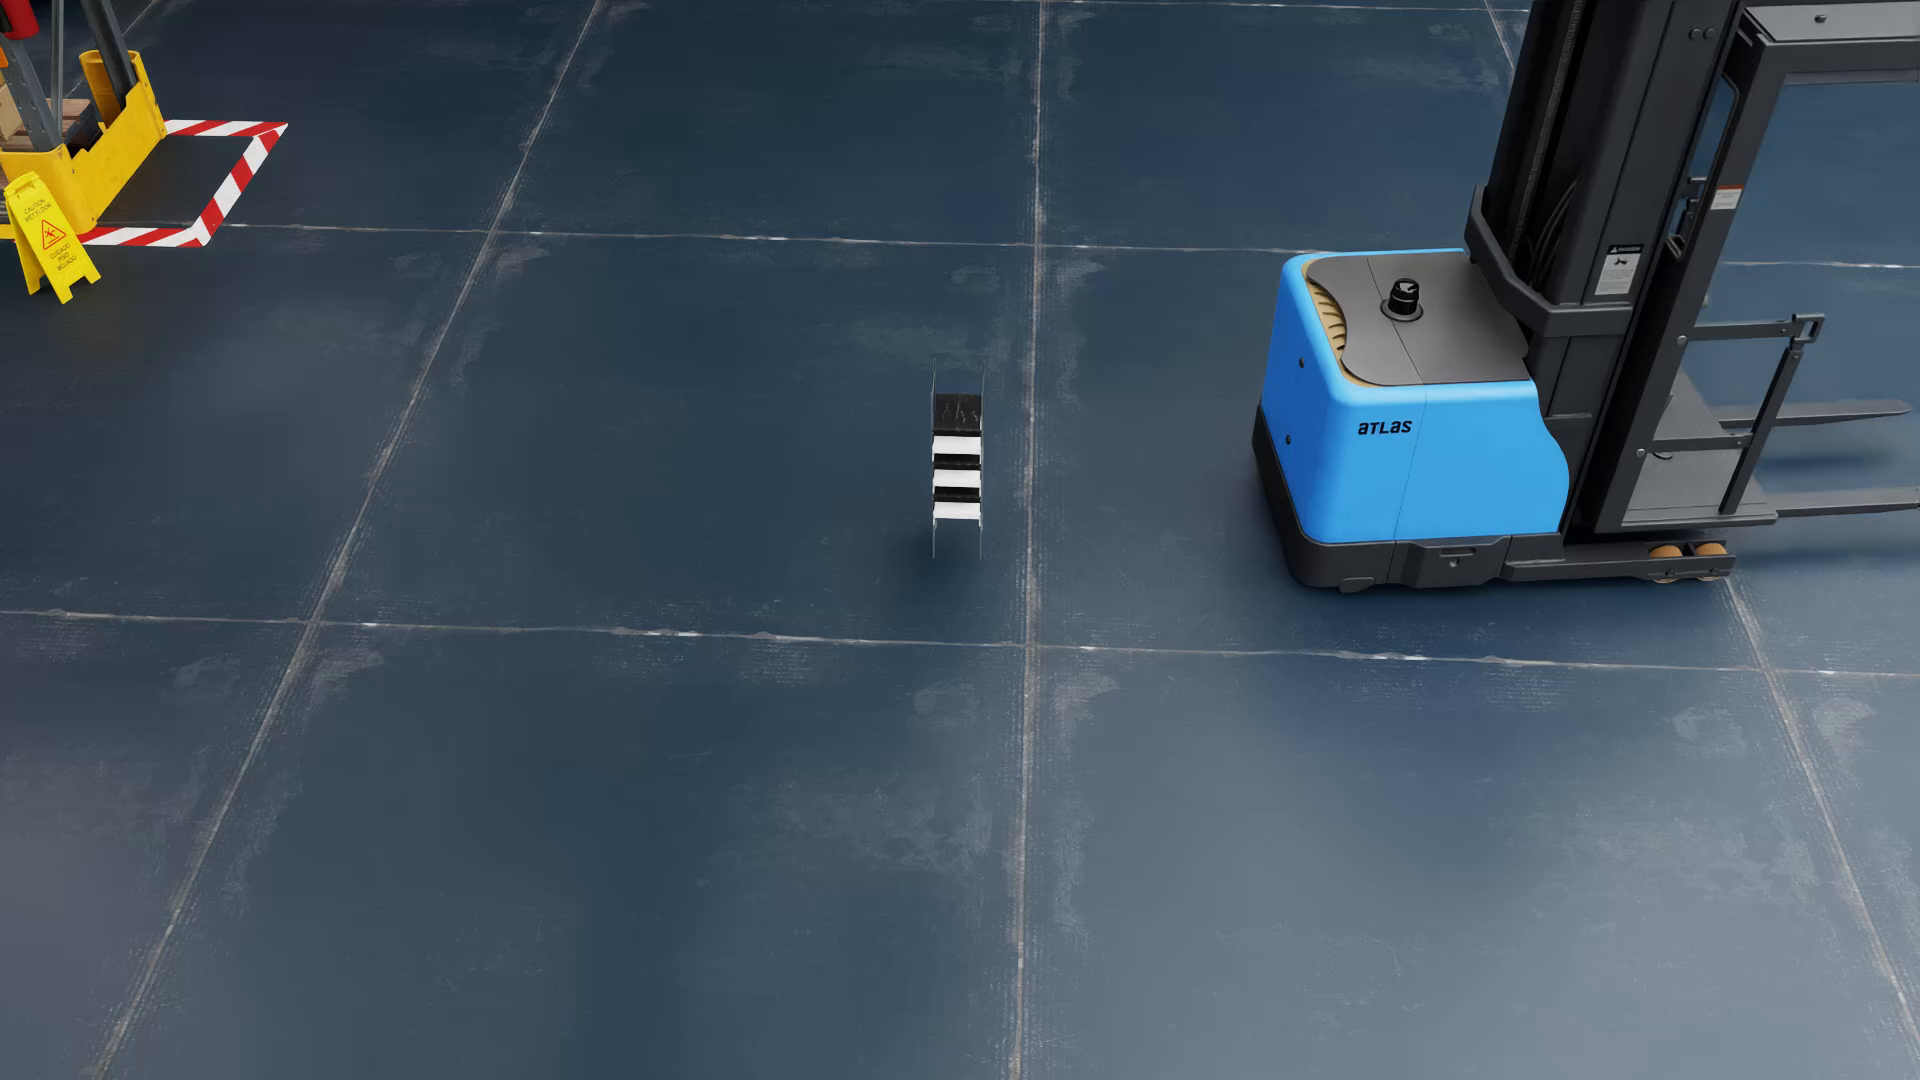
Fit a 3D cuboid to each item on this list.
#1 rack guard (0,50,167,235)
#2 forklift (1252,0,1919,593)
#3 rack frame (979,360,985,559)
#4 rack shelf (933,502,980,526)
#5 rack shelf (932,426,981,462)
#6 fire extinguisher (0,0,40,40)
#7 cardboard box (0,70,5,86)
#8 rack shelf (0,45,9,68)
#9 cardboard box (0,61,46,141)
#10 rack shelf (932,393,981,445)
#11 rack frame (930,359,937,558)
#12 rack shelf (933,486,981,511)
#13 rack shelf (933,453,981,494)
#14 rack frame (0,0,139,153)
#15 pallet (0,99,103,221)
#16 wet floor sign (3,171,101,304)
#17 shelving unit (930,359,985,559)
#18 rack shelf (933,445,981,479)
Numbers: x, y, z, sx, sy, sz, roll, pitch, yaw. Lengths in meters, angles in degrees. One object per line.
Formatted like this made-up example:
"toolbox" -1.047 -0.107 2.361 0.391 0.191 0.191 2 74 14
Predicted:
"rack guard" -4.937 -2.260 9.394 0.348 0.500 1.175 2 43 2
"forklift" 2.894 -1.247 6.524 3.031 2.935 1.130 -3 43 -3
"rack frame" 0.093 -0.326 7.026 0.006 0.900 0.240 2 43 2
"rack shelf" -0.008 -0.173 7.174 0.200 0.077 0.258 2 43 2
"rack shelf" -0.008 -0.437 6.929 0.200 0.077 0.258 2 43 2
"fire extinguisher" -4.768 -2.826 8.225 0.183 0.674 0.296 2 43 2
"cardboard box" -5.679 -2.807 9.307 0.500 0.500 0.500 0 43 0
"rack shelf" -6.859 -2.970 8.851 4.000 0.370 1.077 2 43 2
"cardboard box" -5.655 -2.533 9.563 0.500 0.250 0.500 1 43 2
"rack shelf" -0.008 -0.503 6.868 0.200 0.077 0.258 2 43 2
"rack frame" -0.110 -0.333 7.032 0.006 0.900 0.240 2 43 2
"rack shelf" -0.008 -0.239 7.113 0.200 0.077 0.258 2 43 2
"rack shelf" -0.008 -0.305 7.052 0.200 0.077 0.258 2 43 2
"rack frame" -4.861 -3.172 8.540 0.127 3.000 1.000 2 43 2
"pallet" -5.747 -2.203 9.545 1.213 0.211 1.003 2 43 2
"wet floor sign" -4.720 -1.576 8.554 0.232 0.644 0.267 16 45 16
"shelving unit" -0.008 -0.330 7.029 0.210 0.900 0.258 2 43 2
"rack shelf" -0.008 -0.371 6.990 0.200 0.077 0.258 2 43 2
